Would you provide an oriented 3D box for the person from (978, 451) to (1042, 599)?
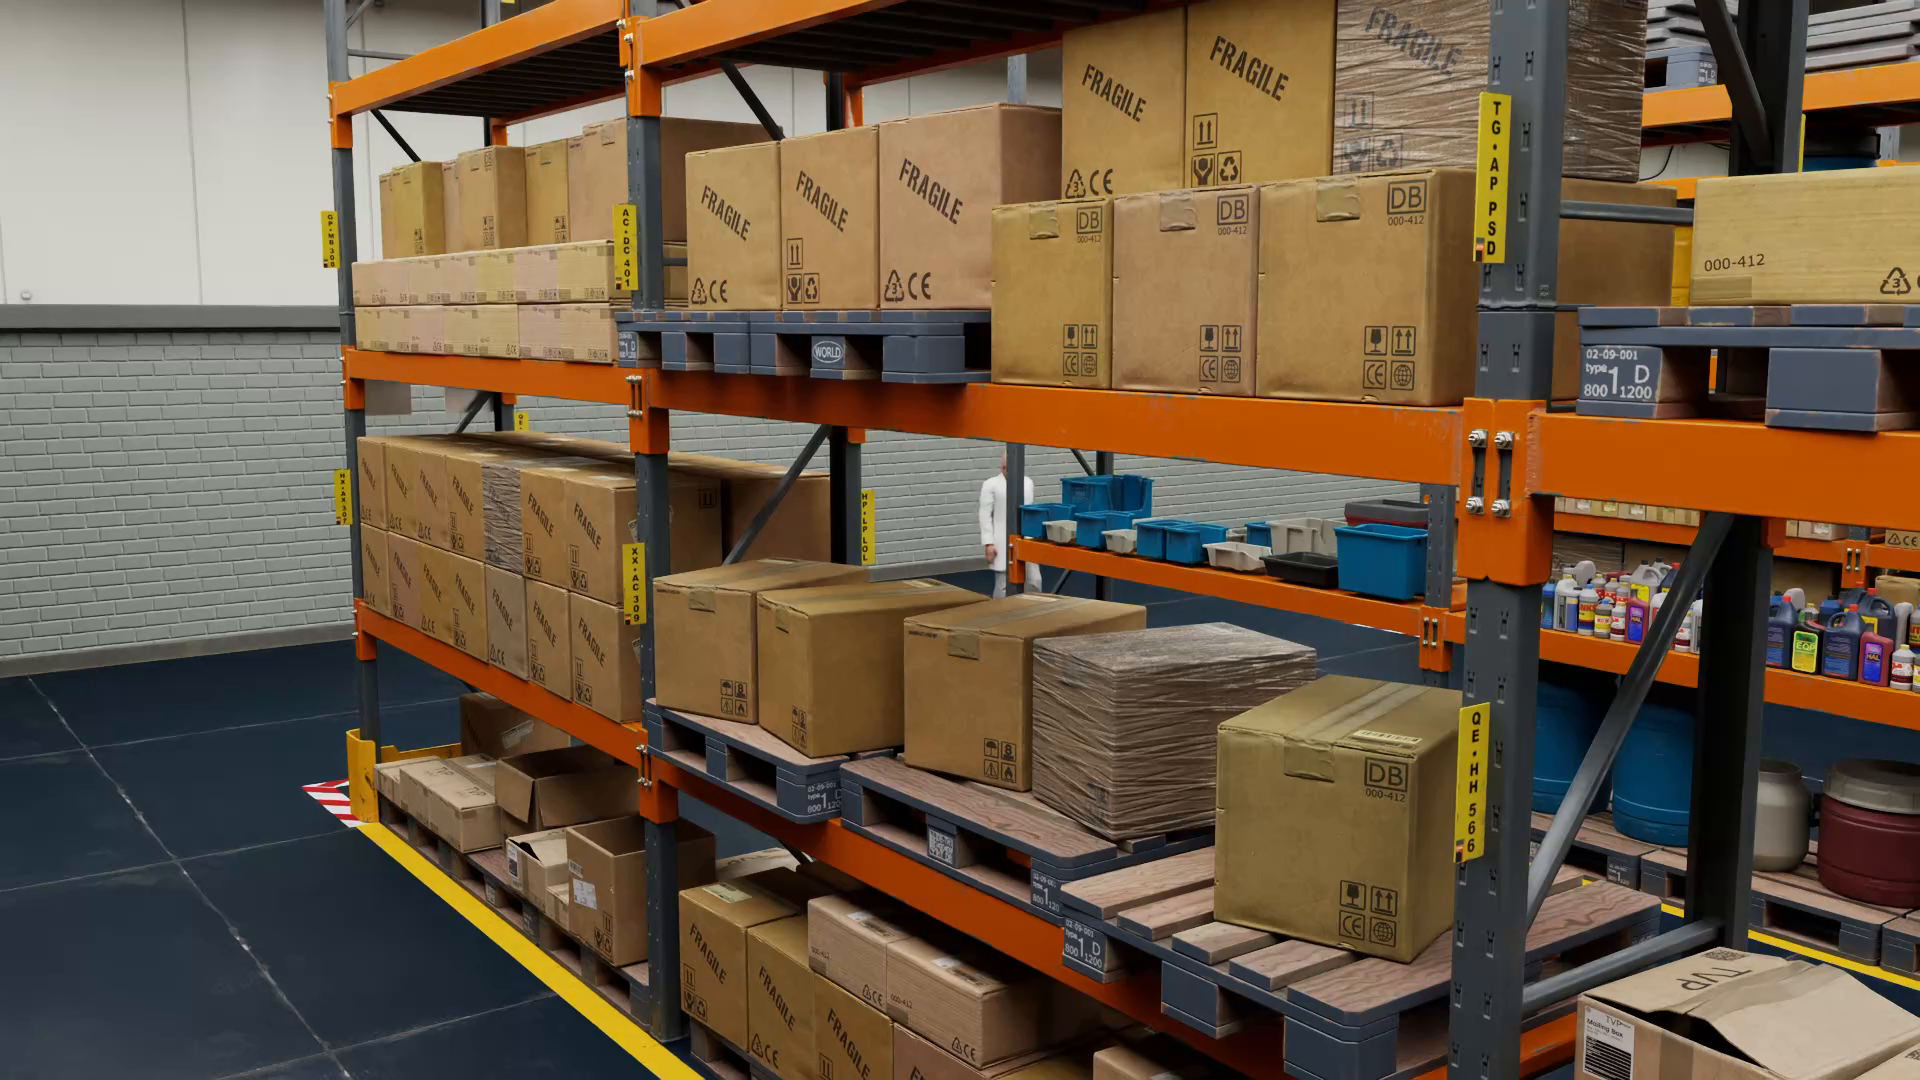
[{"bbox_3d":[0.509,0.085,15.267,0.626,1.827,0.565,-4,9,-29],"label":"person"}]
